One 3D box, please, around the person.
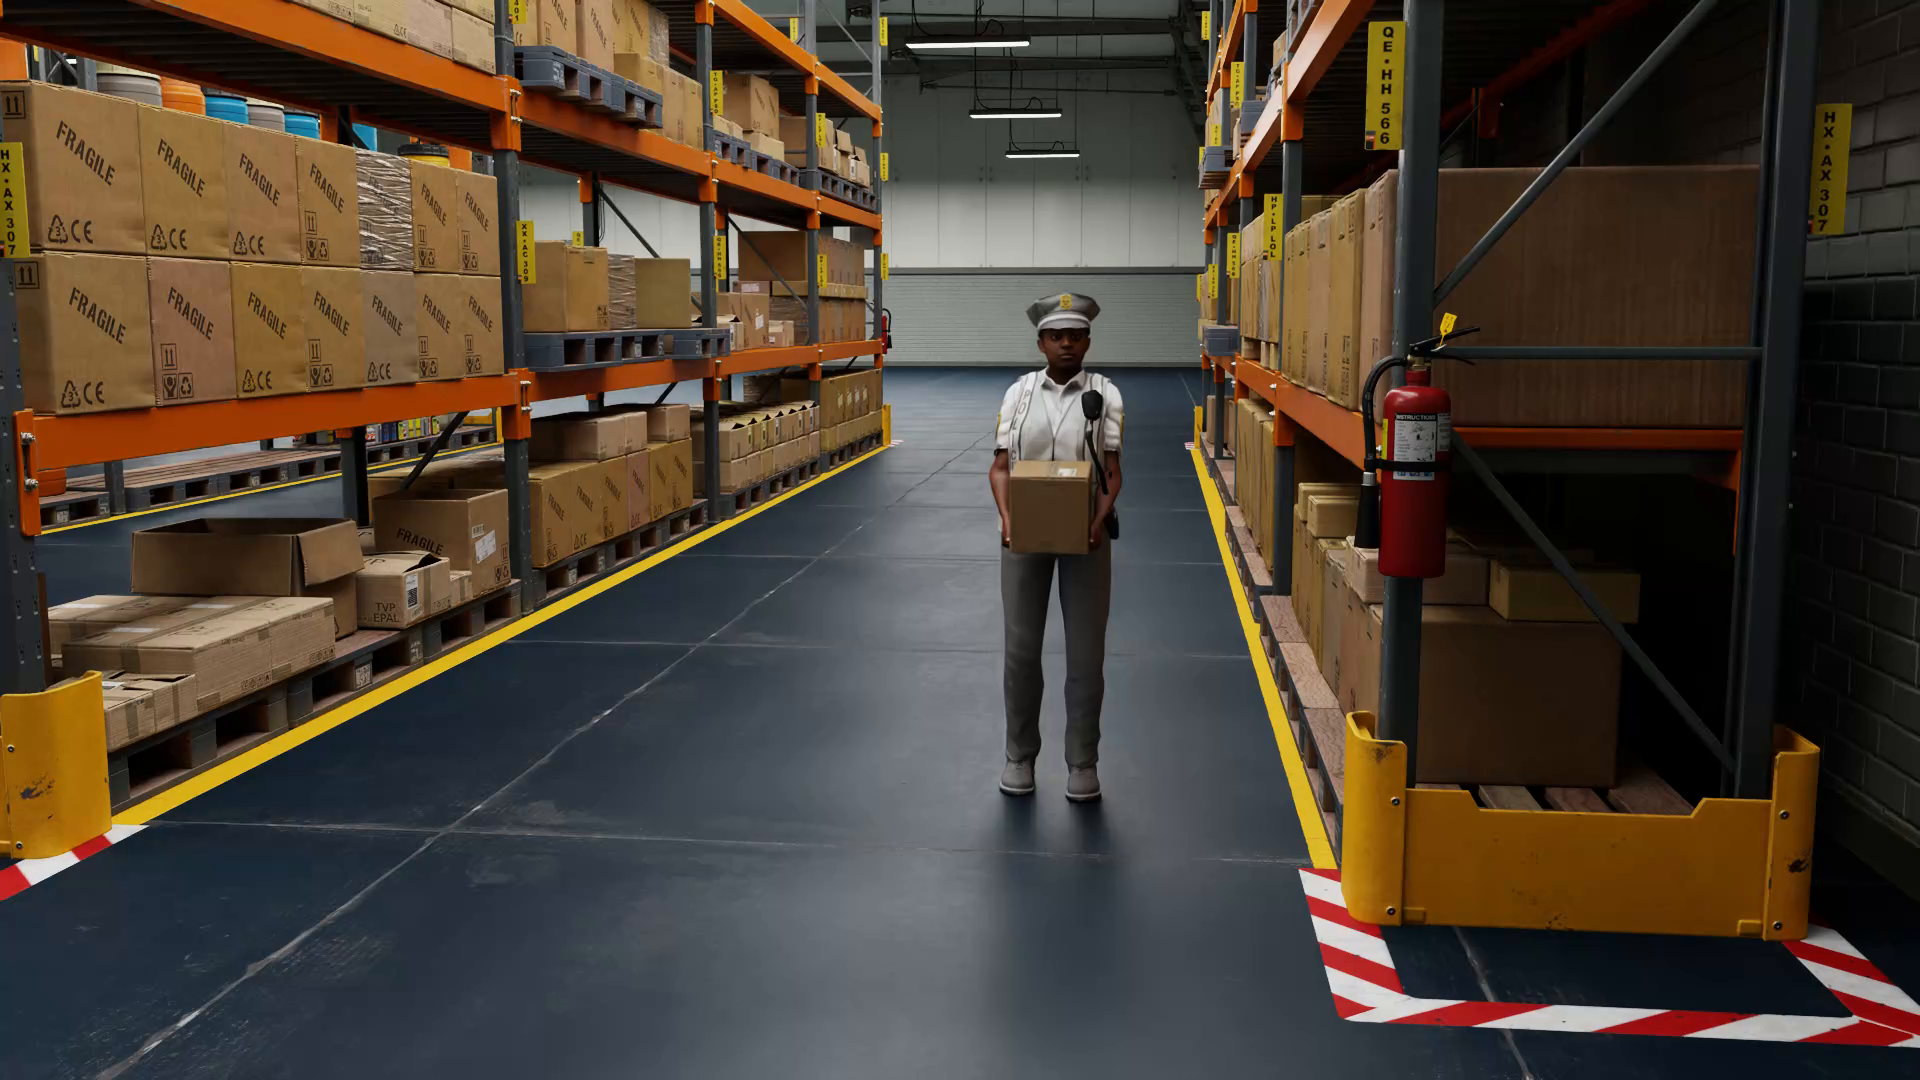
[{"bbox_3d":[0.318,0.020,5.569,0.451,1.690,0.518,1,8,7],"label":"person"}]
